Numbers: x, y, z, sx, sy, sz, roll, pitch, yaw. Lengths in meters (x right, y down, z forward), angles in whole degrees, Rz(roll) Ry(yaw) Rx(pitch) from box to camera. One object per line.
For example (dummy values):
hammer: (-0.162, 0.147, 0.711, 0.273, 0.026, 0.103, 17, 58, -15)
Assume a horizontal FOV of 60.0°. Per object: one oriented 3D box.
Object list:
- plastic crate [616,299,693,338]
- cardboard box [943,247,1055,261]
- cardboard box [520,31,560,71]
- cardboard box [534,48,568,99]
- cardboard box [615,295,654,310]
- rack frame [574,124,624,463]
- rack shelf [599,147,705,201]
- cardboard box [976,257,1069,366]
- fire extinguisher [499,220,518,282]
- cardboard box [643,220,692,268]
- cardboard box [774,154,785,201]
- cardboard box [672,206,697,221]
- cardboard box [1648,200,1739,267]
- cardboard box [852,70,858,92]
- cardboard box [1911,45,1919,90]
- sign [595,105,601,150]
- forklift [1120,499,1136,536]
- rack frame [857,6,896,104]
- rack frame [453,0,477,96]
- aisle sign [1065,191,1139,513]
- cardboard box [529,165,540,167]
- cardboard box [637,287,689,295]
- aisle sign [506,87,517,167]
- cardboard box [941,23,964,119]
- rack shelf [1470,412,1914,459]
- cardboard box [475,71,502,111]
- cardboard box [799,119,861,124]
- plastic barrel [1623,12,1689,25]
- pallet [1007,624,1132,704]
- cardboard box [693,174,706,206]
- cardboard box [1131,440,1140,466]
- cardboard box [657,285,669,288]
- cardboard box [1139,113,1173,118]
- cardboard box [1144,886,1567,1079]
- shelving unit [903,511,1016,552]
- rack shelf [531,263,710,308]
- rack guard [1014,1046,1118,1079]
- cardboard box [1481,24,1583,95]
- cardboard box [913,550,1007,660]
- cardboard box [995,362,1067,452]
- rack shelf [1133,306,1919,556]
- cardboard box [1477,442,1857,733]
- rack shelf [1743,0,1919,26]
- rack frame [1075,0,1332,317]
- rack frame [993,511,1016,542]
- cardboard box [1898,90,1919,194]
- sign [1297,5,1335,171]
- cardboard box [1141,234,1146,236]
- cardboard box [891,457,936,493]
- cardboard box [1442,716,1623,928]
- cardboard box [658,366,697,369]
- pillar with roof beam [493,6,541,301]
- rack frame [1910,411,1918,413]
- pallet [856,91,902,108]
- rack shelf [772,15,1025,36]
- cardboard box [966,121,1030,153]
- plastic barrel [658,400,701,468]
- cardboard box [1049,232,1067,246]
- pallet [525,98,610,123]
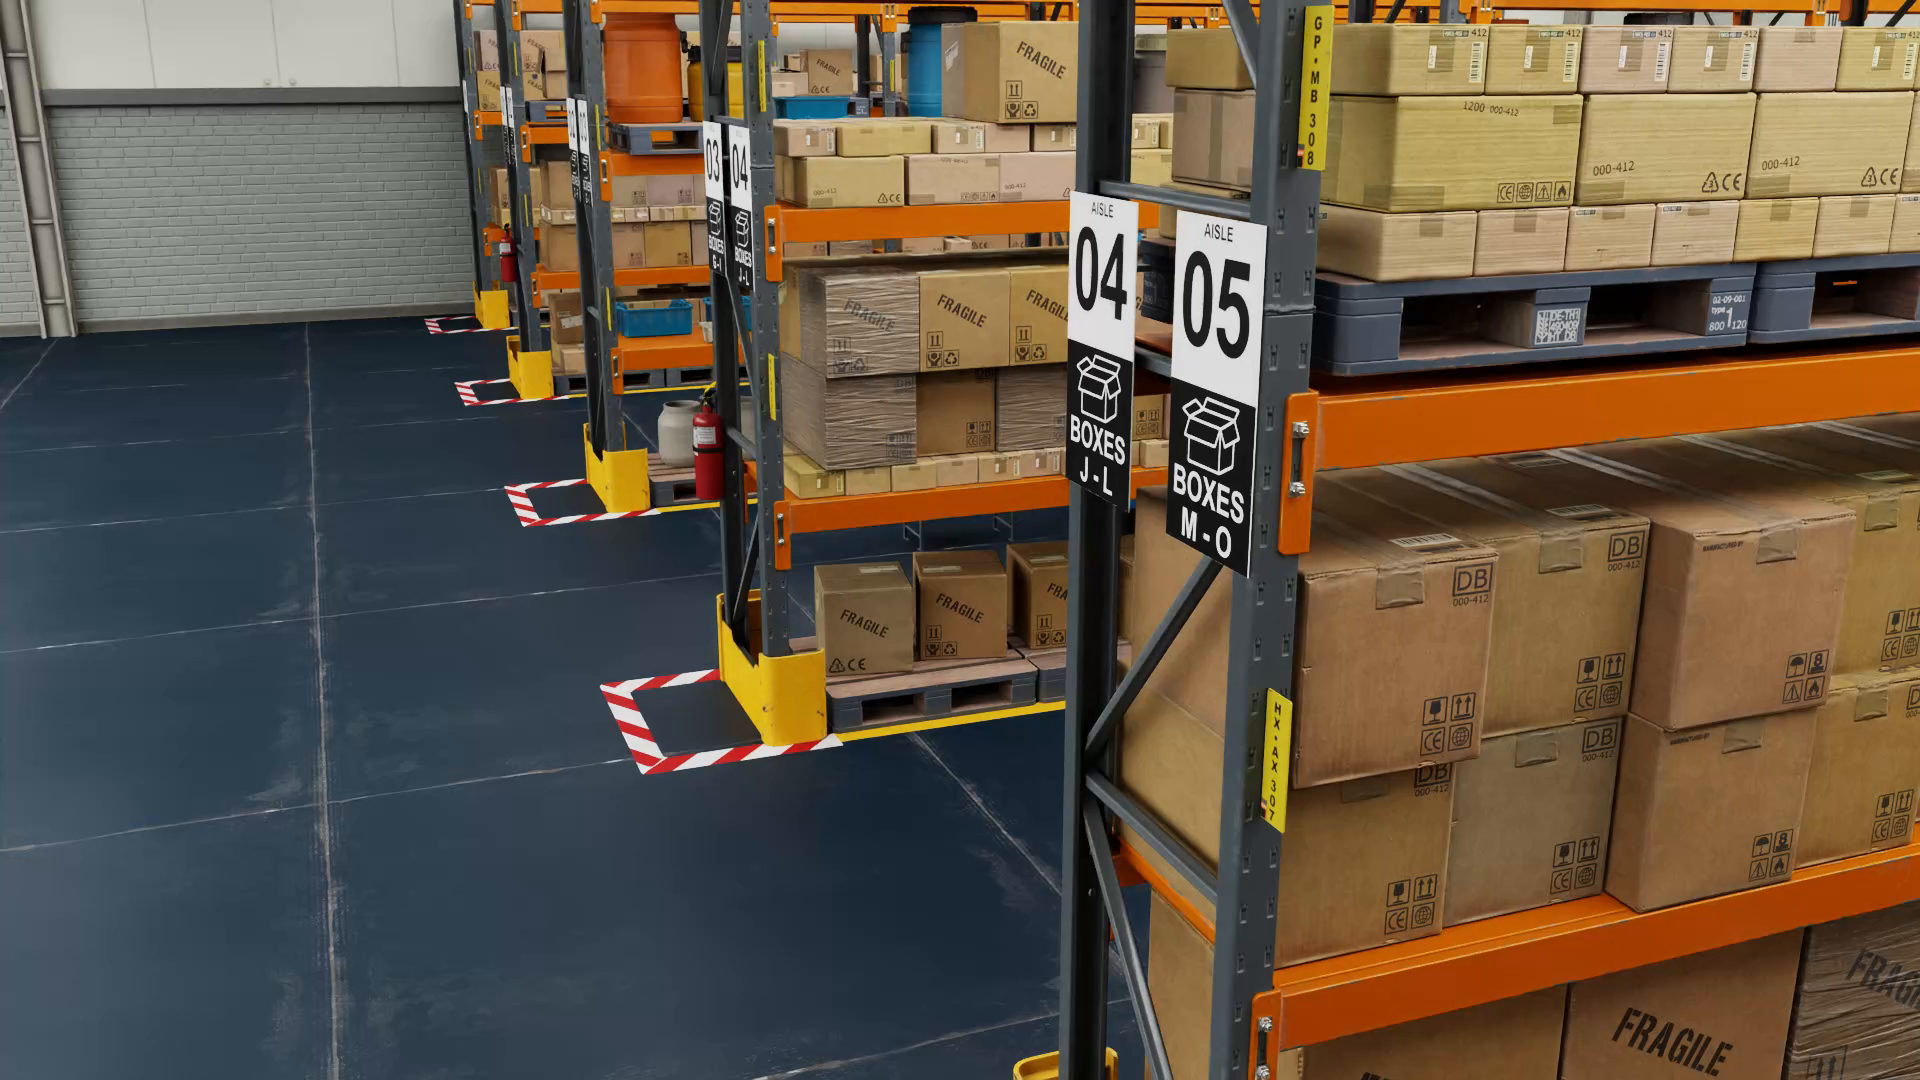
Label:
plastic crate: (-2.552, -1.858, 13.865, 0.616, 0.251, 0.499, -6, 17, -20)
cardboard box: (0.218, -1.389, 9.526, 0.500, 0.500, 0.500, -6, 17, -20)
cardboard box: (-5.524, -6.395, 21.742, 0.500, 0.500, 0.500, -6, 18, -21)
cardboard box: (-4.143, -4.918, 17.521, 0.637, 0.503, 0.797, -5, 17, -16)
cardboard box: (-3.635, -2.392, 18.224, 0.500, 0.500, 0.500, -6, 17, -20)
rack frame: (-2.913, -1.800, 13.404, 0.127, 3.000, 1.000, -6, 17, -20)
rack shelf: (-1.045, -3.096, 13.770, 4.000, 0.370, 1.077, -6, 17, -20)
cardboard box: (0.407, -1.250, 9.053, 0.500, 0.500, 0.500, -6, 17, -20)
fire extinguisher: (-4.958, -3.177, 18.230, 0.183, 0.674, 0.296, -6, 17, -20)
cardboard box: (-3.287, -3.298, 18.328, 0.500, 0.500, 0.700, -6, 17, -20)
cardboard box: (-0.781, -1.980, 8.958, 0.500, 0.250, 0.500, -6, 17, -19)
cardboard box: (-3.036, -3.576, 18.124, 0.250, 0.149, 0.380, -6, 18, -21)
cardboard box: (1.683, -0.777, 4.119, 0.250, 0.149, 0.380, -6, 17, -20)
cardboard box: (-1.608, -6.504, 23.512, 0.500, 0.311, 0.500, -6, 17, -18)
cardboard box: (2.392, -1.236, 4.268, 0.250, 0.149, 0.380, -6, 17, -19)
sign: (-2.720, -3.098, 12.486, 0.005, 0.325, 0.100, -6, 17, -20)
forklift: (2.472, -1.567, 12.732, 3.031, 2.935, 1.130, -4, 17, -12)
rack frame: (-0.946, -6.385, 18.371, 0.127, 3.000, 1.000, -6, 17, -20)
rack frame: (-6.458, -7.285, 21.435, 0.127, 3.000, 1.000, -6, 17, -20)
aisle sign: (0.367, -0.501, 4.366, 0.004, 0.787, 0.394, -6, 17, -20)
cardboard box: (-5.620, -4.856, 22.709, 0.500, 0.500, 0.500, -6, 17, -19)
cardboard box: (-3.359, -2.583, 18.873, 0.500, 0.500, 0.500, -6, 17, -20)
aisle sign: (-4.633, -4.264, 17.180, 0.004, 0.787, 0.394, -6, 17, -20)
cardboard box: (0.217, -2.589, 9.176, 0.500, 0.500, 0.500, -6, 17, -20)
rack shelf: (4.462, -0.757, 11.128, 4.000, 0.370, 1.077, -6, 17, -20)
cardboard box: (-6.056, -5.871, 21.732, 0.500, 0.500, 0.500, -6, 17, -19)
cardboard box: (-0.708, -2.161, 8.868, 0.250, 0.149, 0.380, -7, 18, -22)
plastic barrel: (6.754, -4.679, 16.249, 0.708, 0.901, 0.600, -6, 17, -20)
pallet: (0.839, 0.639, 10.048, 1.213, 0.211, 1.003, -6, 17, -20)
cardboard box: (-2.764, -3.979, 18.345, 0.500, 0.500, 0.700, -6, 17, -20)
cardboard box: (0.833, -0.528, 9.519, 0.250, 0.149, 0.380, -6, 17, -20)
cardboard box: (-4.223, -3.497, 23.462, 0.250, 0.149, 0.380, -8, 18, -25)
cardboard box: (1.202, -2.401, 9.684, 0.250, 0.149, 0.380, -7, 18, -21)
cardboard box: (1.150, 1.551, 5.020, 0.875, 0.875, 0.875, -6, 17, -20)
shelving unit: (-0.006, -0.719, 12.385, 0.755, 1.500, 0.431, -6, 17, -20)
rack shelf: (-2.814, -2.960, 18.631, 4.000, 0.370, 1.077, -6, 17, -20)
rack guard: (0.518, 2.020, 4.832, 0.348, 0.500, 1.175, -6, 17, -20)
cardboard box: (1.200, -1.107, 3.830, 0.250, 0.149, 0.380, -6, 17, -20)
cardboard box: (-0.005, 0.373, 9.695, 0.500, 0.500, 0.500, -2, 16, -6)
cardboard box: (0.289, -0.857, 9.487, 0.500, 0.500, 0.875, -6, 17, -20)
rack shelf: (2.408, -0.477, 4.853, 4.000, 0.370, 1.077, -6, 17, -20)
cardboard box: (1.953, 0.101, 4.749, 0.550, 0.550, 0.875, -6, 17, -20)
rack shelf: (10.161, -5.553, 17.523, 4.000, 0.370, 1.077, -6, 17, -20)
rack frame: (0.540, -2.060, 3.643, 0.127, 3.000, 1.000, -6, 17, -20)
rack frame: (0.336, -0.756, 12.510, 0.023, 1.500, 0.400, -6, 17, -20)
cardboard box: (2.496, -1.075, 4.428, 0.500, 0.250, 0.500, -6, 17, -20)
sign: (0.733, -0.932, 3.432, 0.005, 0.325, 0.100, -6, 17, -20)
cardboard box: (2.048, -3.626, 20.069, 0.250, 0.149, 0.380, -6, 17, -20)
cardboard box: (-0.310, -0.384, 9.027, 0.250, 0.149, 0.380, -6, 17, -20)
cardboard box: (1.376, 0.636, 4.843, 0.550, 0.550, 0.875, -6, 17, -20)
cardboard box: (-3.168, -2.083, 18.503, 0.500, 0.250, 0.500, -6, 17, -20)
pillar with roof beam: (-4.573, -6.451, 18.593, 0.400, 9.000, 9.100, -6, 17, -20)
rack frame: (6.330, -1.303, 11.713, 0.127, 3.000, 1.000, -6, 17, -20)
pallet: (-1.140, -6.299, 23.733, 1.003, 0.211, 1.213, -6, 17, -20)
rack shelf: (-0.855, -7.353, 23.653, 4.000, 0.370, 1.077, -6, 17, -20)
cardboard box: (0.176, -2.113, 8.705, 0.250, 0.149, 0.380, -6, 17, -20)
plastic barrel: (-2.325, -0.894, 13.990, 0.421, 0.512, 0.421, 0, 16, 0)
cardboard box: (1.228, -3.785, 19.985, 0.500, 0.500, 0.500, -7, 18, -23)
pallet: (-4.012, -4.565, 17.653, 1.213, 0.211, 1.003, -6, 17, -20)
